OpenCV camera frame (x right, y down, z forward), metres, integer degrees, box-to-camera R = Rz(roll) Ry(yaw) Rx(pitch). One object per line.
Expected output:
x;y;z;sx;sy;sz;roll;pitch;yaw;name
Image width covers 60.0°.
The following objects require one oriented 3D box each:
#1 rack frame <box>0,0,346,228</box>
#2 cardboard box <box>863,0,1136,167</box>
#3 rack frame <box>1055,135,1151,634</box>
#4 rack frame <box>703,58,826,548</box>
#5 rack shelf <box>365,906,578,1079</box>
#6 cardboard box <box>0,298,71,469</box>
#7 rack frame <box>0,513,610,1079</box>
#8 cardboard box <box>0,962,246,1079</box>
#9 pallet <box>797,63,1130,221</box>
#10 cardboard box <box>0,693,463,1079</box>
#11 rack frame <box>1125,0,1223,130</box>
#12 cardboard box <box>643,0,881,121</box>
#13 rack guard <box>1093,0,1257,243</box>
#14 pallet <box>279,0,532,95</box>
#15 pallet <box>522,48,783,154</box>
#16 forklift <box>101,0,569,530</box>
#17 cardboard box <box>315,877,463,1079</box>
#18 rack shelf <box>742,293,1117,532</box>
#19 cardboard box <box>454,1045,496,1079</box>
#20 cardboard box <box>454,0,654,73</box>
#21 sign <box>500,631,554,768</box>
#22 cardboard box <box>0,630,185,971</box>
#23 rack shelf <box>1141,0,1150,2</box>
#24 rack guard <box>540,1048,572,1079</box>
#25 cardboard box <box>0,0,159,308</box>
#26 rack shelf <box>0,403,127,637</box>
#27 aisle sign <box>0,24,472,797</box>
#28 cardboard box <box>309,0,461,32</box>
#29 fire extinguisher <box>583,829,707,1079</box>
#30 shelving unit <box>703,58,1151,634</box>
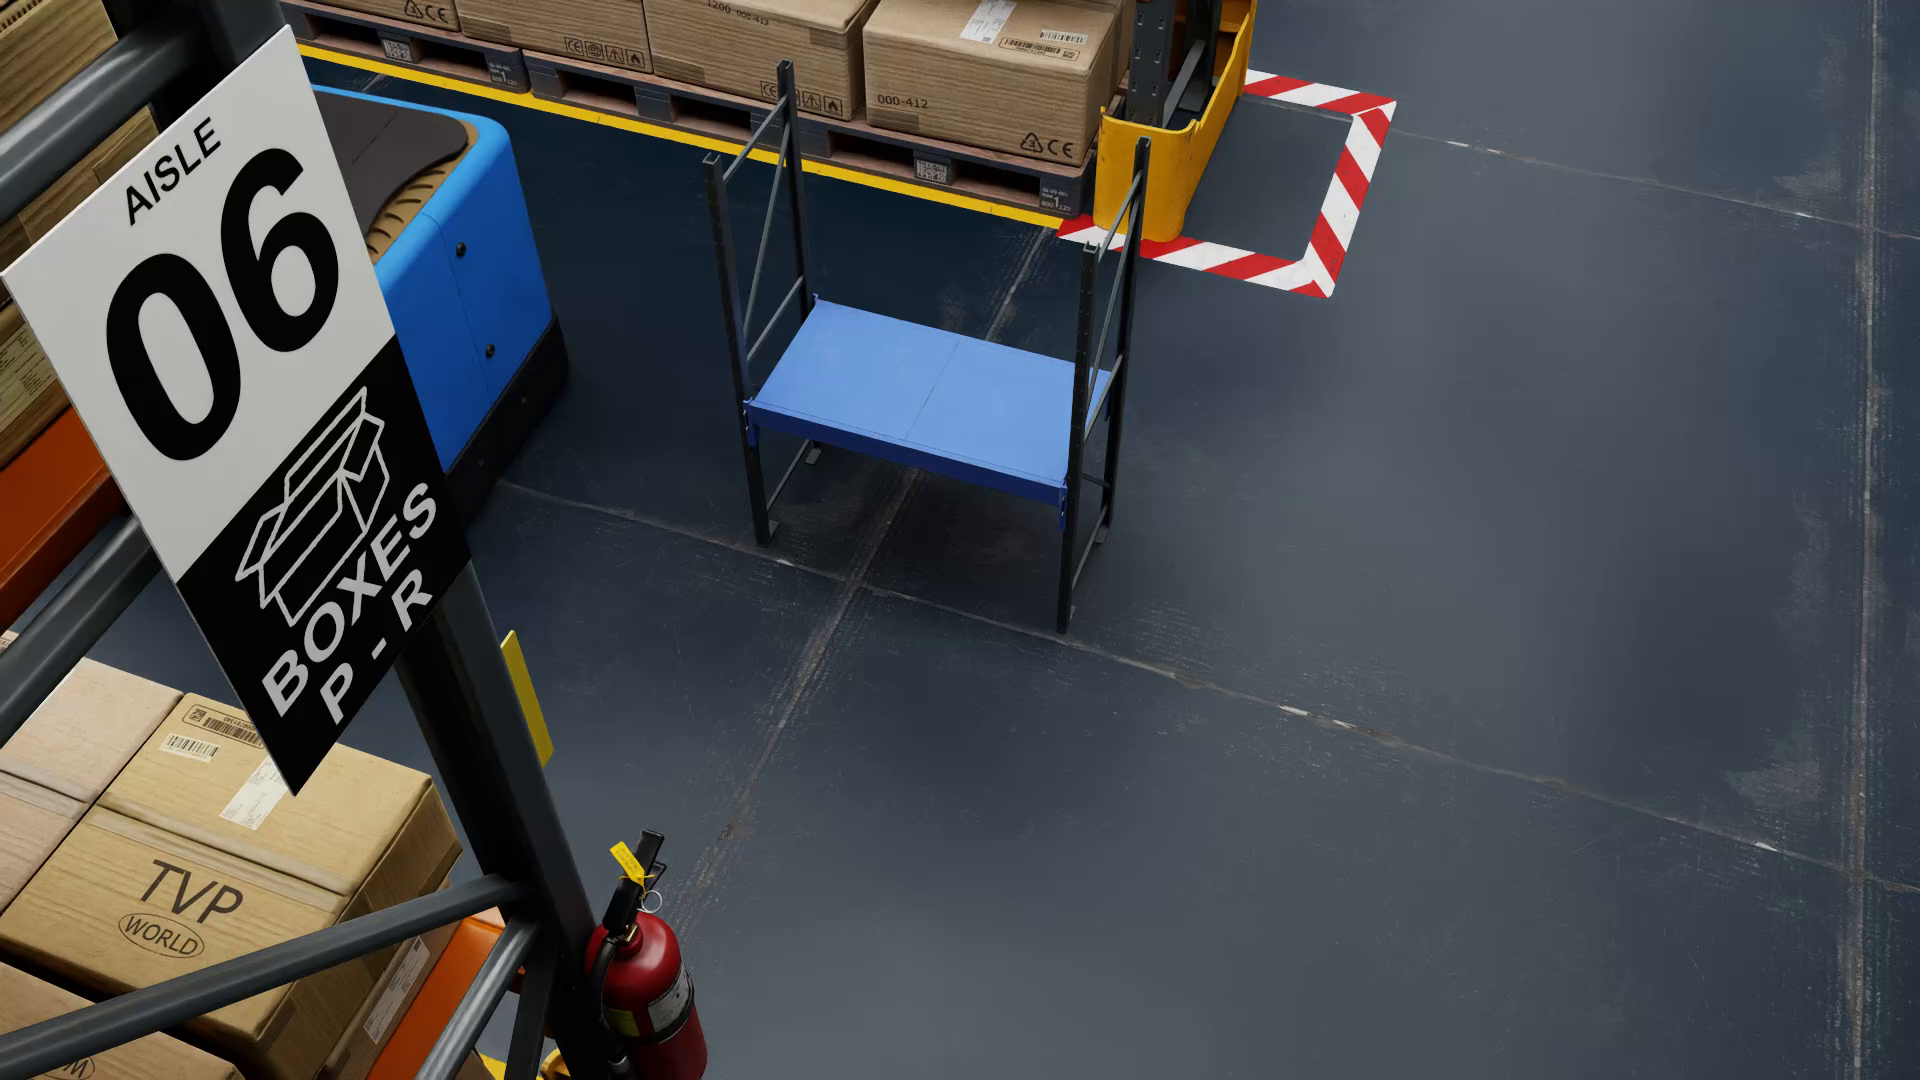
-0.878;-1.020;0.322;0.127;3.000;1.000;16;51;13;rack frame
0.185;-1.975;6.537;0.875;0.438;0.875;14;51;12;cardboard box
0.397;-0.380;4.730;0.032;1.500;0.500;16;51;13;rack frame
-0.557;-0.647;4.960;0.032;1.500;0.500;16;51;13;rack frame
-2.754;0.657;3.314;4.000;0.370;1.077;16;51;13;rack shelf
-1.096;-0.204;1.765;0.250;0.149;0.380;17;51;14;cardboard box
-0.878;0.945;2.589;0.127;3.000;1.000;16;51;13;rack frame
-1.401;0.964;2.474;0.500;0.250;0.500;17;51;14;cardboard box
0.062;-1.815;6.826;1.213;0.211;1.003;16;51;13;pallet
-1.210;0.587;2.801;0.500;0.250;0.500;16;51;13;cardboard box
0.839;-2.575;5.639;0.127;3.000;1.000;16;51;13;rack frame
-0.676;-2.209;6.739;0.875;0.438;0.875;17;51;14;cardboard box
0.861;-1.750;6.578;0.348;0.500;1.175;16;51;13;rack guard
-2.227;-2.454;7.380;1.213;0.211;1.003;16;51;13;pallet
-1.079;-2.136;7.104;1.213;0.211;1.003;16;51;13;pallet
-2.942;-1.519;4.770;3.031;2.935;1.130;13;50;11;forklift
-1.091;0.747;2.927;0.250;0.149;0.380;15;51;13;cardboard box
-0.080;-0.396;4.981;1.000;0.185;0.538;16;51;13;rack shelf
-1.419;1.398;3.570;0.637;0.503;0.797;14;51;12;cardboard box
-1.522;-2.446;6.945;0.875;0.438;0.875;14;51;12;cardboard box
-0.690;0.277;2.595;0.005;0.325;0.100;16;51;13;sign
-1.683;0.455;2.916;0.500;0.250;0.500;16;51;14;cardboard box
-1.037;-2.863;6.365;4.000;0.370;1.077;16;51;13;rack shelf
-0.949;1.744;3.550;0.348;0.500;1.175;16;51;13;rack guard
-1.199;-0.396;1.668;0.500;0.250;0.500;15;51;13;cardboard box
-2.754;-0.326;2.181;4.000;0.370;1.077;16;51;13;rack shelf
-0.712;-0.097;1.771;0.004;0.787;0.394;16;51;13;aisle sign
-2.362;-2.680;7.148;0.875;0.438;0.875;15;51;13;cardboard box
-0.580;0.803;3.009;0.183;0.674;0.296;16;51;13;fire extinguisher
-0.080;-0.514;4.845;1.048;1.500;0.538;16;51;13;shelving unit
